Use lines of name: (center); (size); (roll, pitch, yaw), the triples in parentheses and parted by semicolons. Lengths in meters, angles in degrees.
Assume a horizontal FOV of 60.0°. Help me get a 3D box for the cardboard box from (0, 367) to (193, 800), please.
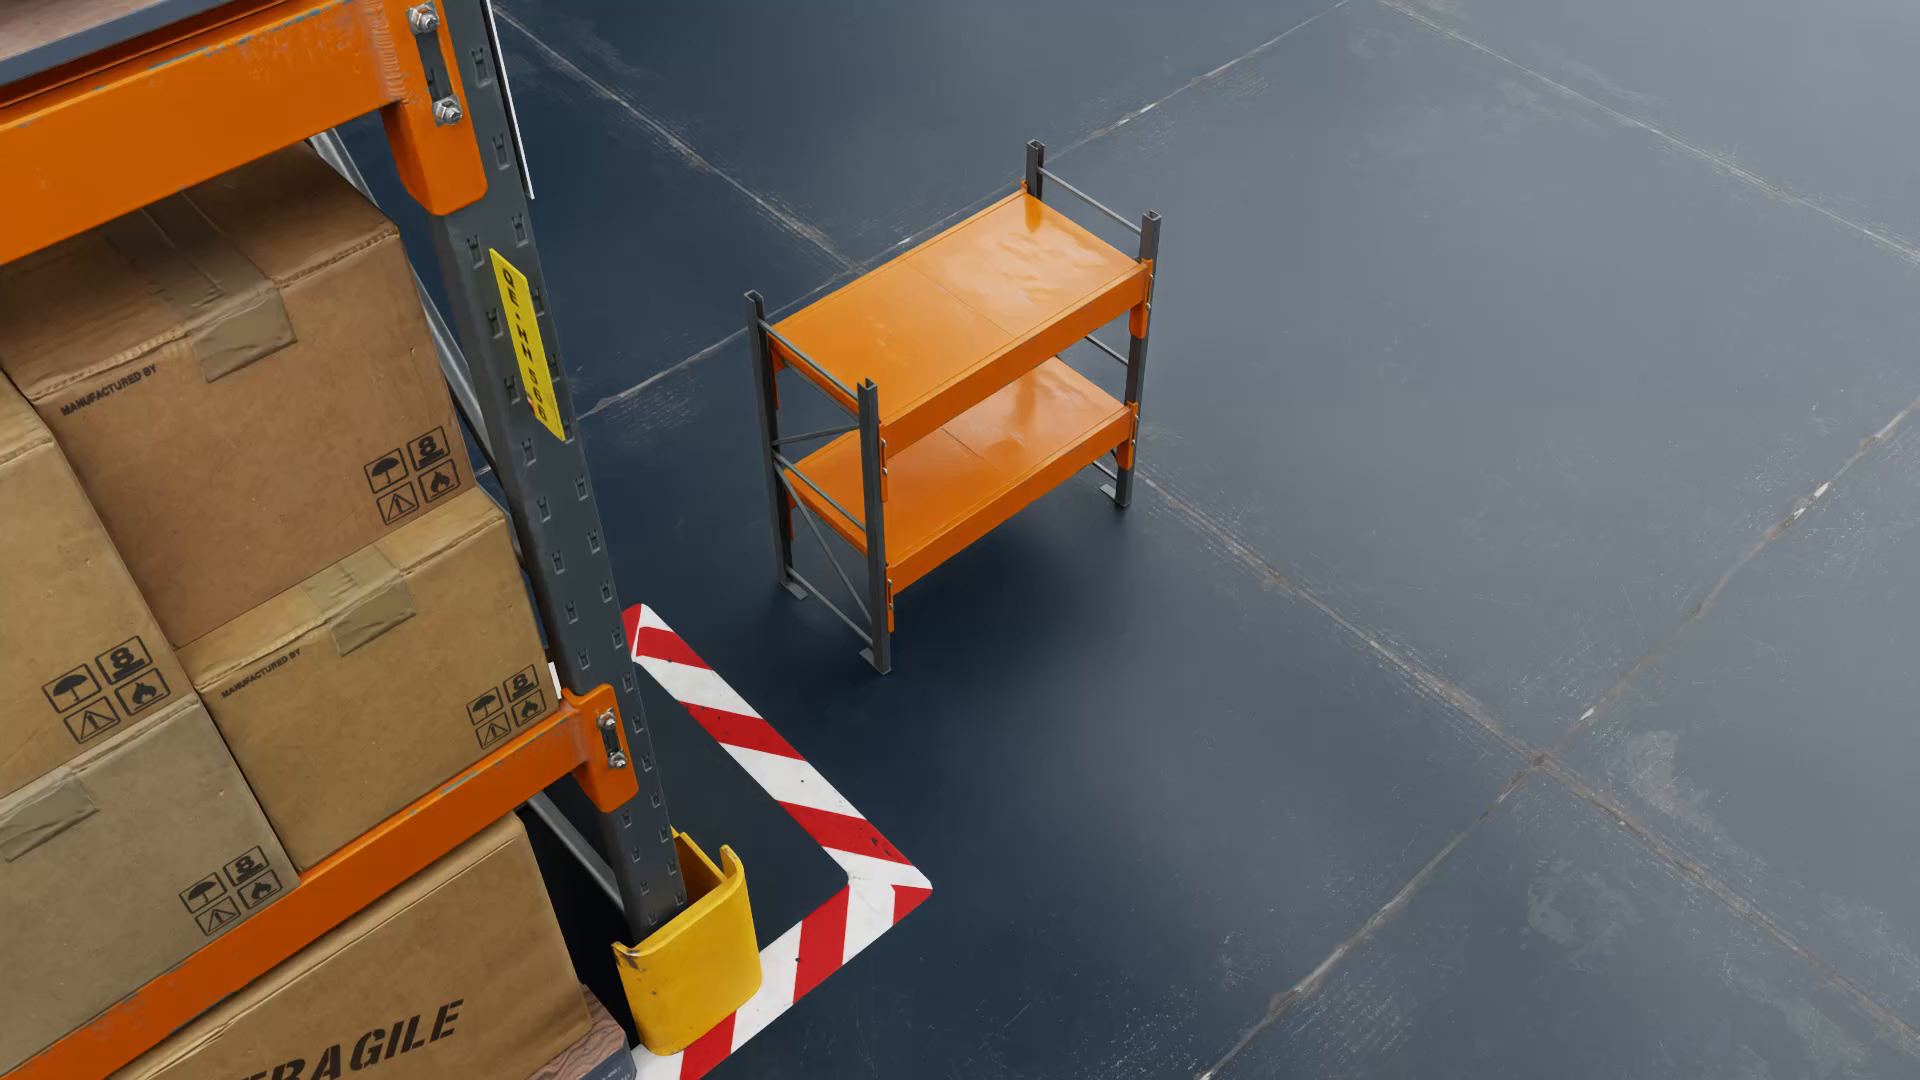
cardboard box: (-1.658, -0.054, 2.422); (0.550, 0.550, 0.875); (-34, 56, -27)

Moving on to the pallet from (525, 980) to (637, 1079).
pallet: (-1.552, 1.262, 3.942); (1.213, 0.211, 1.003); (-34, 56, -27)

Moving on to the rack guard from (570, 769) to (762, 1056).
rack guard: (-0.995, 0.715, 4.250); (0.348, 0.500, 1.175); (-34, 56, -27)

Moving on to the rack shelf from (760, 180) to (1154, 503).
rack shelf: (-0.005, -0.577, 4.618); (1.000, 0.278, 0.538); (-34, 56, -27)

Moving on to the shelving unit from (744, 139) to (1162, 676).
shelving unit: (-0.005, -0.378, 4.834); (1.048, 1.125, 0.538); (-34, 56, -27)

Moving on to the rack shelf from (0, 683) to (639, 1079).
rack shelf: (-2.492, 1.112, 2.673); (4.000, 0.370, 1.077); (-34, 56, -27)

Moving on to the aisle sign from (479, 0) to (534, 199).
aisle sign: (-0.758, -0.875, 2.247); (0.004, 0.787, 0.394); (-34, 56, -27)

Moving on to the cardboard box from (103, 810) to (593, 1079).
cardboard box: (-1.470, 0.828, 3.605); (0.875, 0.875, 0.875); (-33, 56, -27)

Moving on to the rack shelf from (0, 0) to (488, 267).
rack shelf: (-2.492, 0.095, 1.570); (4.000, 0.370, 1.077); (-34, 56, -27)

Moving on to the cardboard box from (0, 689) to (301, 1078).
cardboard box: (-1.649, 0.320, 2.812); (0.550, 0.550, 0.875); (-34, 56, -27)

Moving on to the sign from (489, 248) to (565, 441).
sign: (-0.658, -0.292, 2.530); (0.005, 0.325, 0.100); (-34, 56, -27)

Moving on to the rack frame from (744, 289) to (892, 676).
rack frame: (-0.381, -0.127, 4.602); (0.032, 1.125, 0.500); (-34, 56, -27)

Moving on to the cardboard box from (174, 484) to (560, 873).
cardboard box: (-1.257, 0.036, 3.074); (0.550, 0.550, 0.875); (-34, 56, -27)

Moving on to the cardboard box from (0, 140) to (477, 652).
cardboard box: (-1.313, -0.376, 2.719); (0.550, 0.550, 0.875); (-34, 56, -27)

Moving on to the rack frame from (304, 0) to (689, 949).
rack frame: (-1.013, -0.121, 3.321); (0.127, 3.000, 1.000); (-34, 56, -27)

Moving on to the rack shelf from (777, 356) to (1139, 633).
rack shelf: (-0.005, -0.212, 5.013); (1.000, 0.278, 0.538); (-34, 56, -27)

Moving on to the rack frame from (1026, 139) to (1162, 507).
rack frame: (0.371, -0.629, 5.065); (0.032, 1.125, 0.500); (-34, 56, -27)
